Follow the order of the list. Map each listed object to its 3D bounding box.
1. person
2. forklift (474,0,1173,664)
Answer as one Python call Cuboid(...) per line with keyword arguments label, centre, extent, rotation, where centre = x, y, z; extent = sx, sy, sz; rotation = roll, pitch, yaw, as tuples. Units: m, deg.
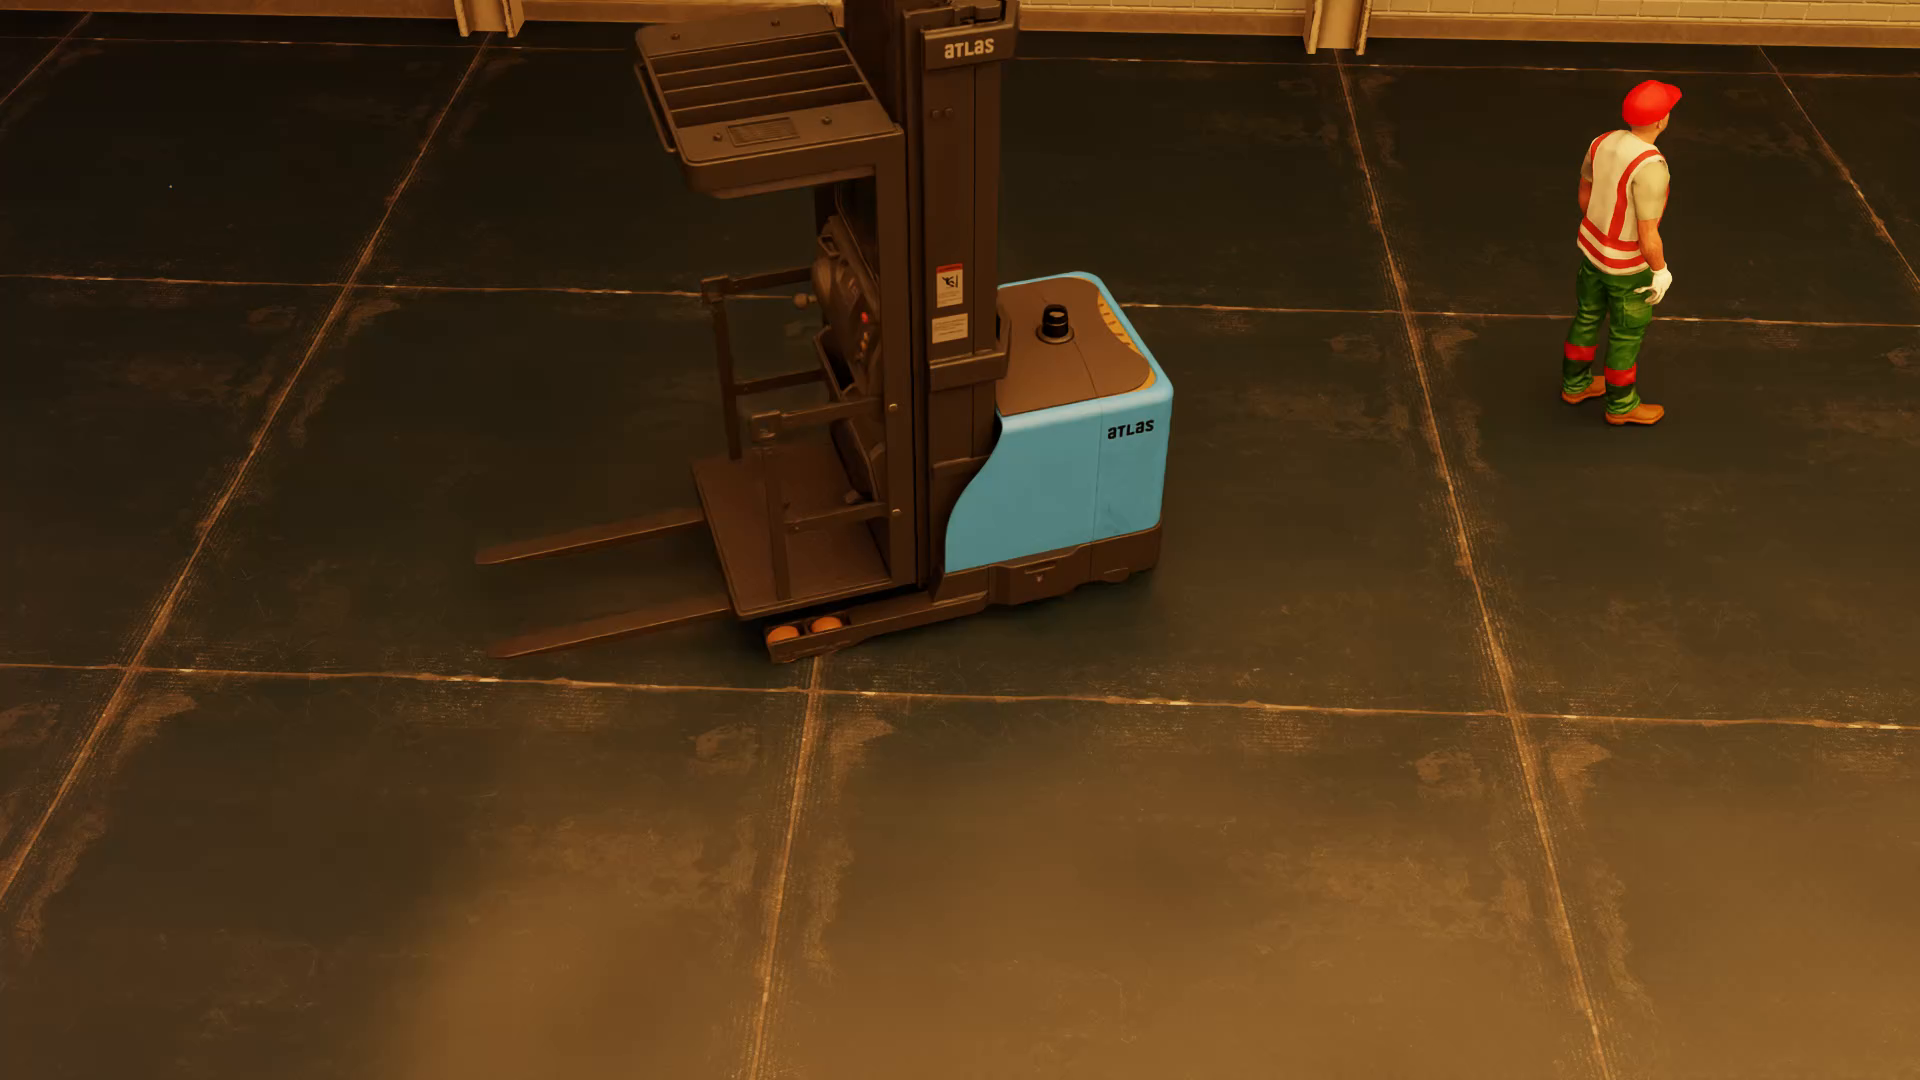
Cuboid(label="person", centre=(3.284, -1.409, 8.122), extent=(0.564, 1.787, 0.638), rotation=(-12, 44, -13))
Cuboid(label="forklift", centre=(-0.651, -0.942, 6.774), extent=(3.031, 2.935, 1.130), rotation=(-12, 44, -13))
